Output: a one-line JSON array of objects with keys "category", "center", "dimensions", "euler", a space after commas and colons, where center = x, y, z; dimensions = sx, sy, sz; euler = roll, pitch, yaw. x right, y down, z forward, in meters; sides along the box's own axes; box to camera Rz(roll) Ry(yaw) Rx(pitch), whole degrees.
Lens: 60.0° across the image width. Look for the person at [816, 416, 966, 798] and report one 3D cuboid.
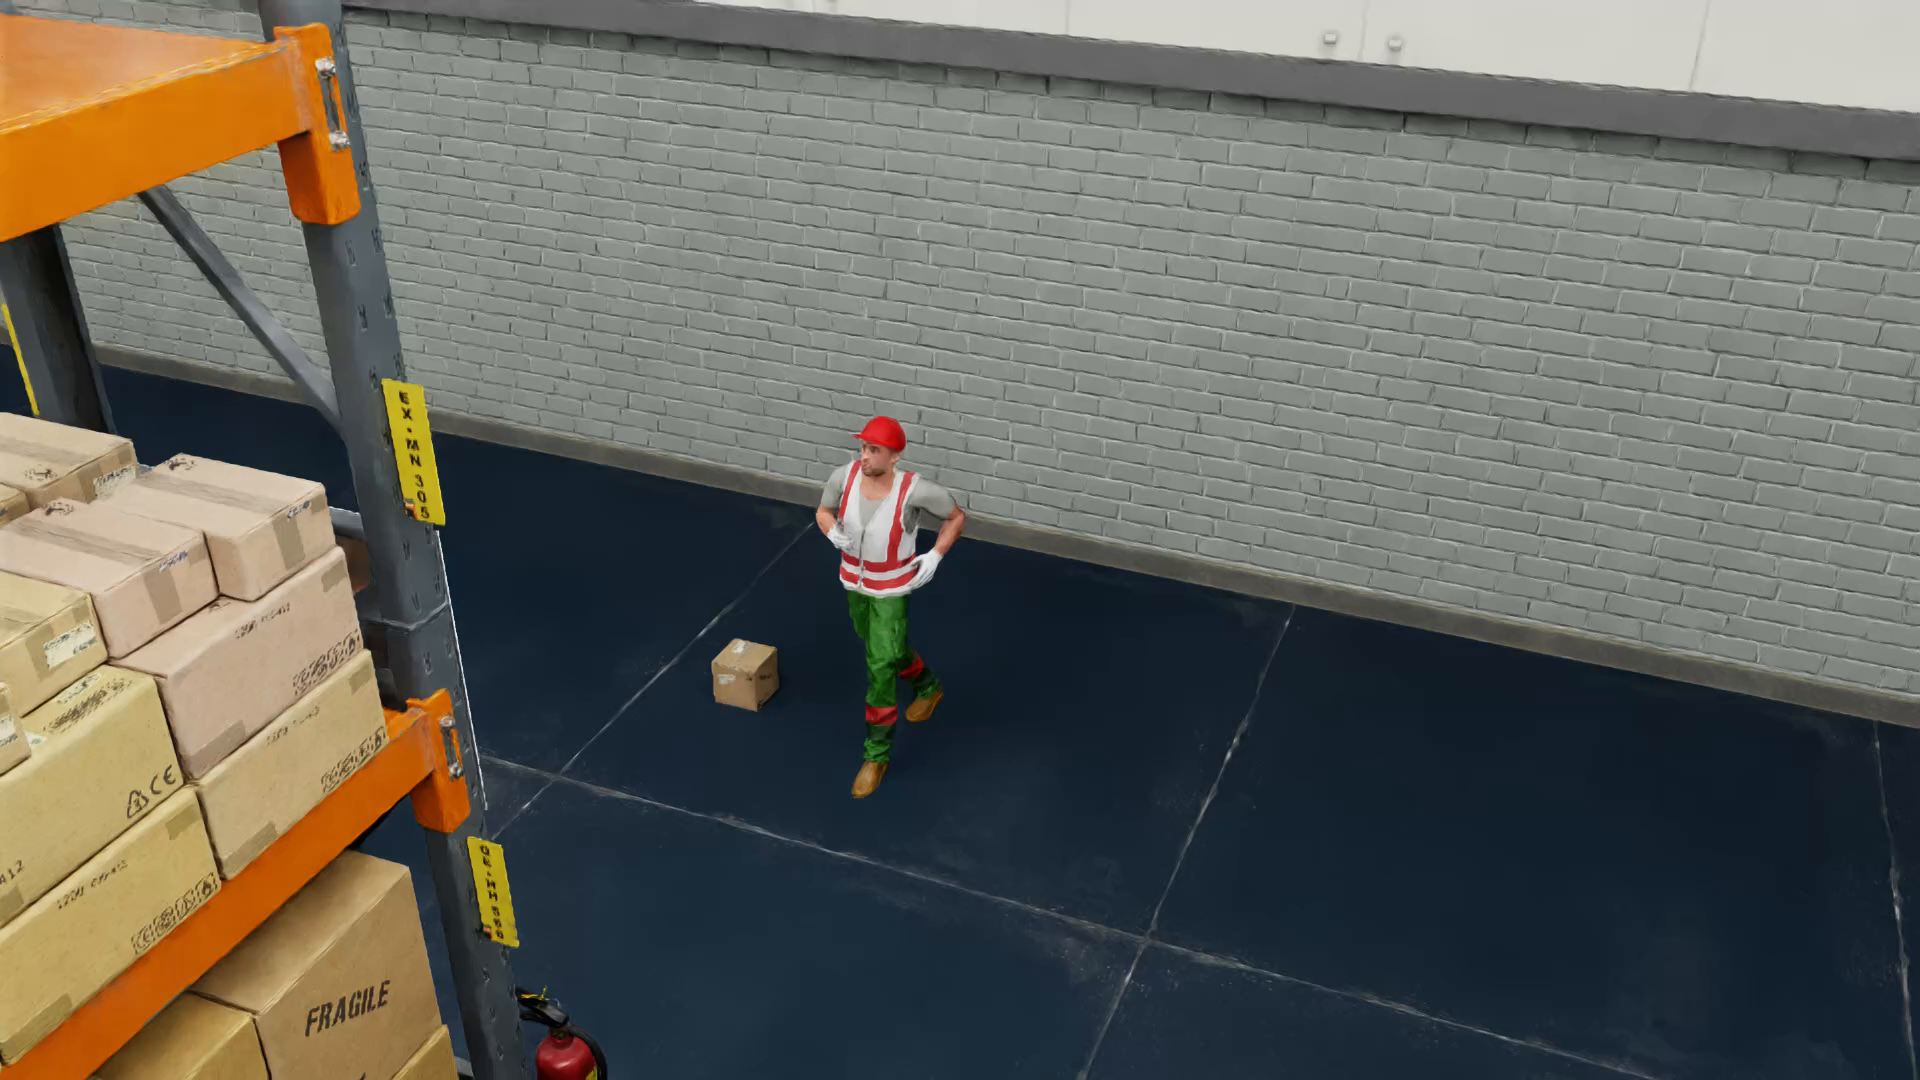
[{"category": "person", "center": [-0.470, 0.241, 8.043], "dimensions": [0.648, 1.729, 0.918], "euler": [19, 34, 29]}]
